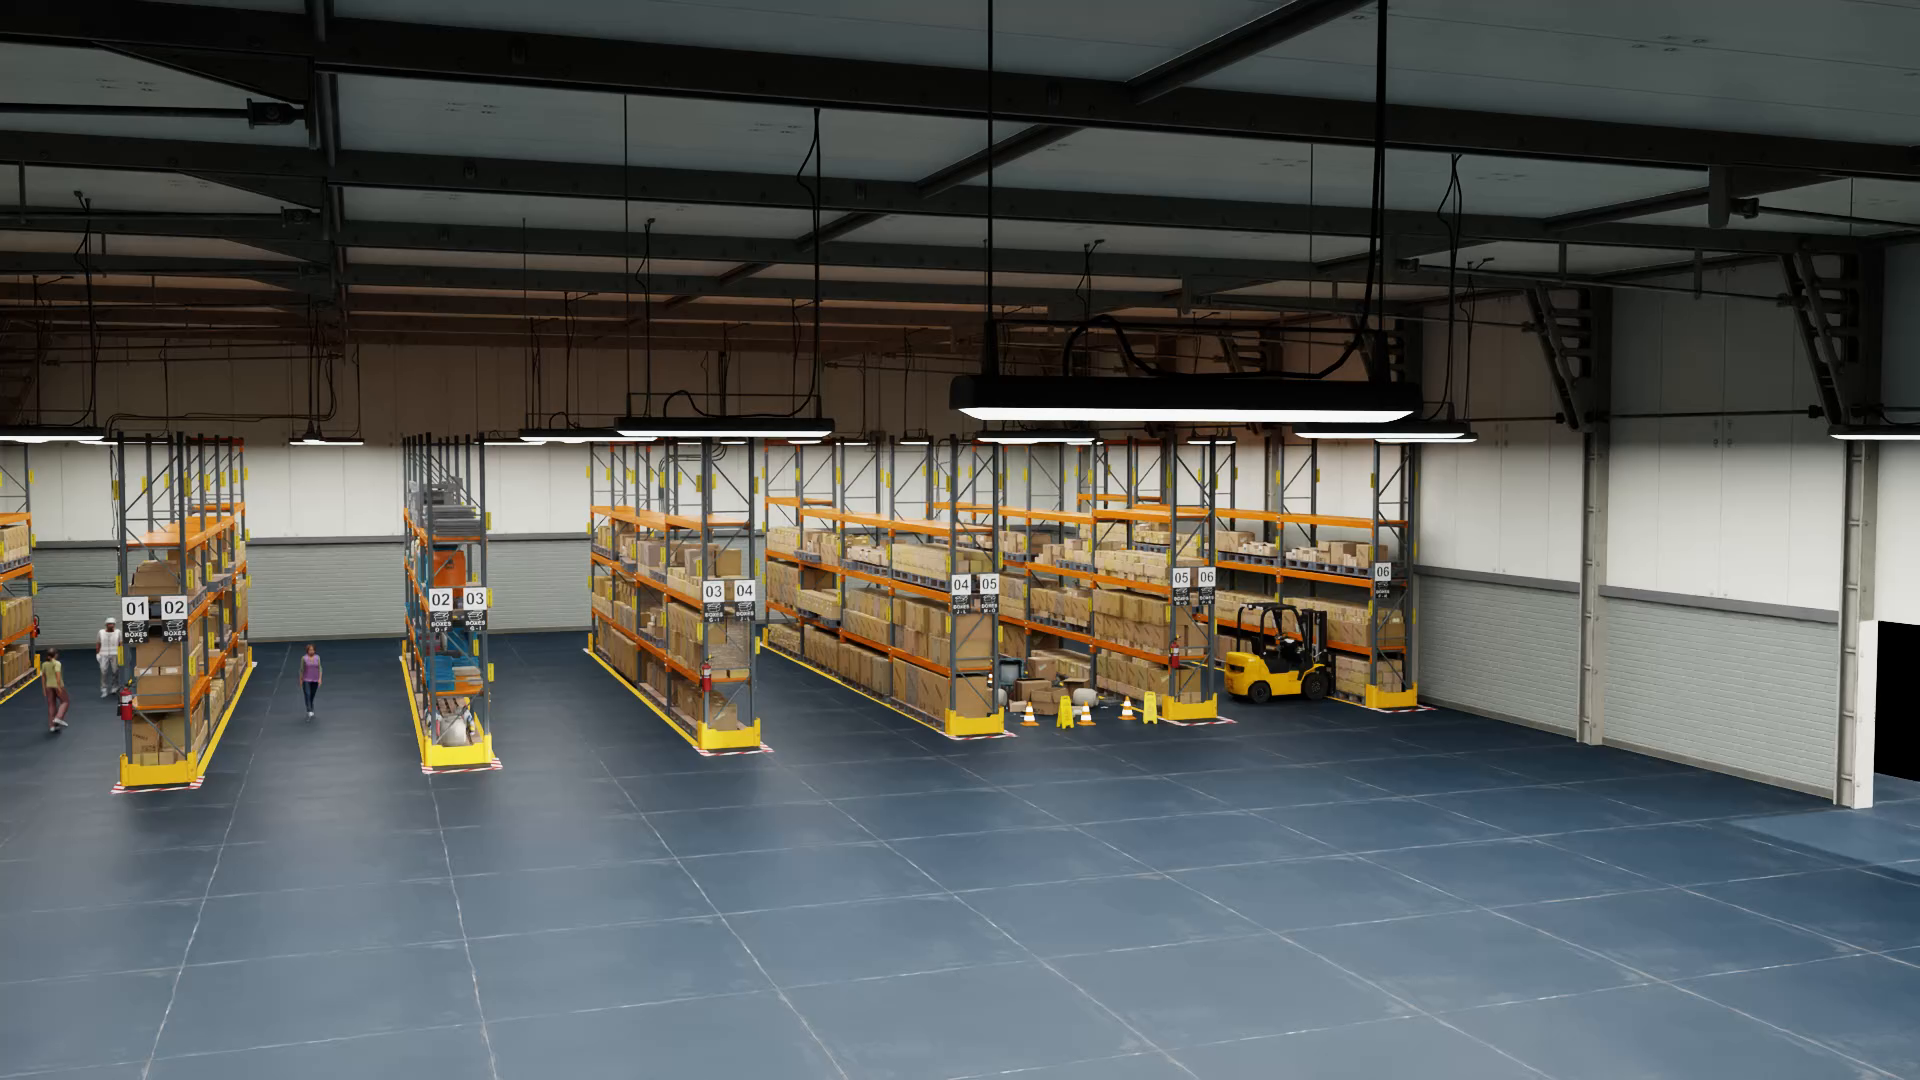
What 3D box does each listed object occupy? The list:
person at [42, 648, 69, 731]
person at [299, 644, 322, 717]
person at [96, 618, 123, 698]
[{"bbox_3d":[-18.346,3.016,33.677,0.505,1.658,0.457,0,3,-8],"label":"person"},{"bbox_3d":[-13.729,2.977,35.201,0.442,1.541,0.986,-3,4,-42],"label":"person"},{"bbox_3d":[-19.673,2.713,38.486,0.578,1.809,0.671,-2,4,-27],"label":"person"}]
